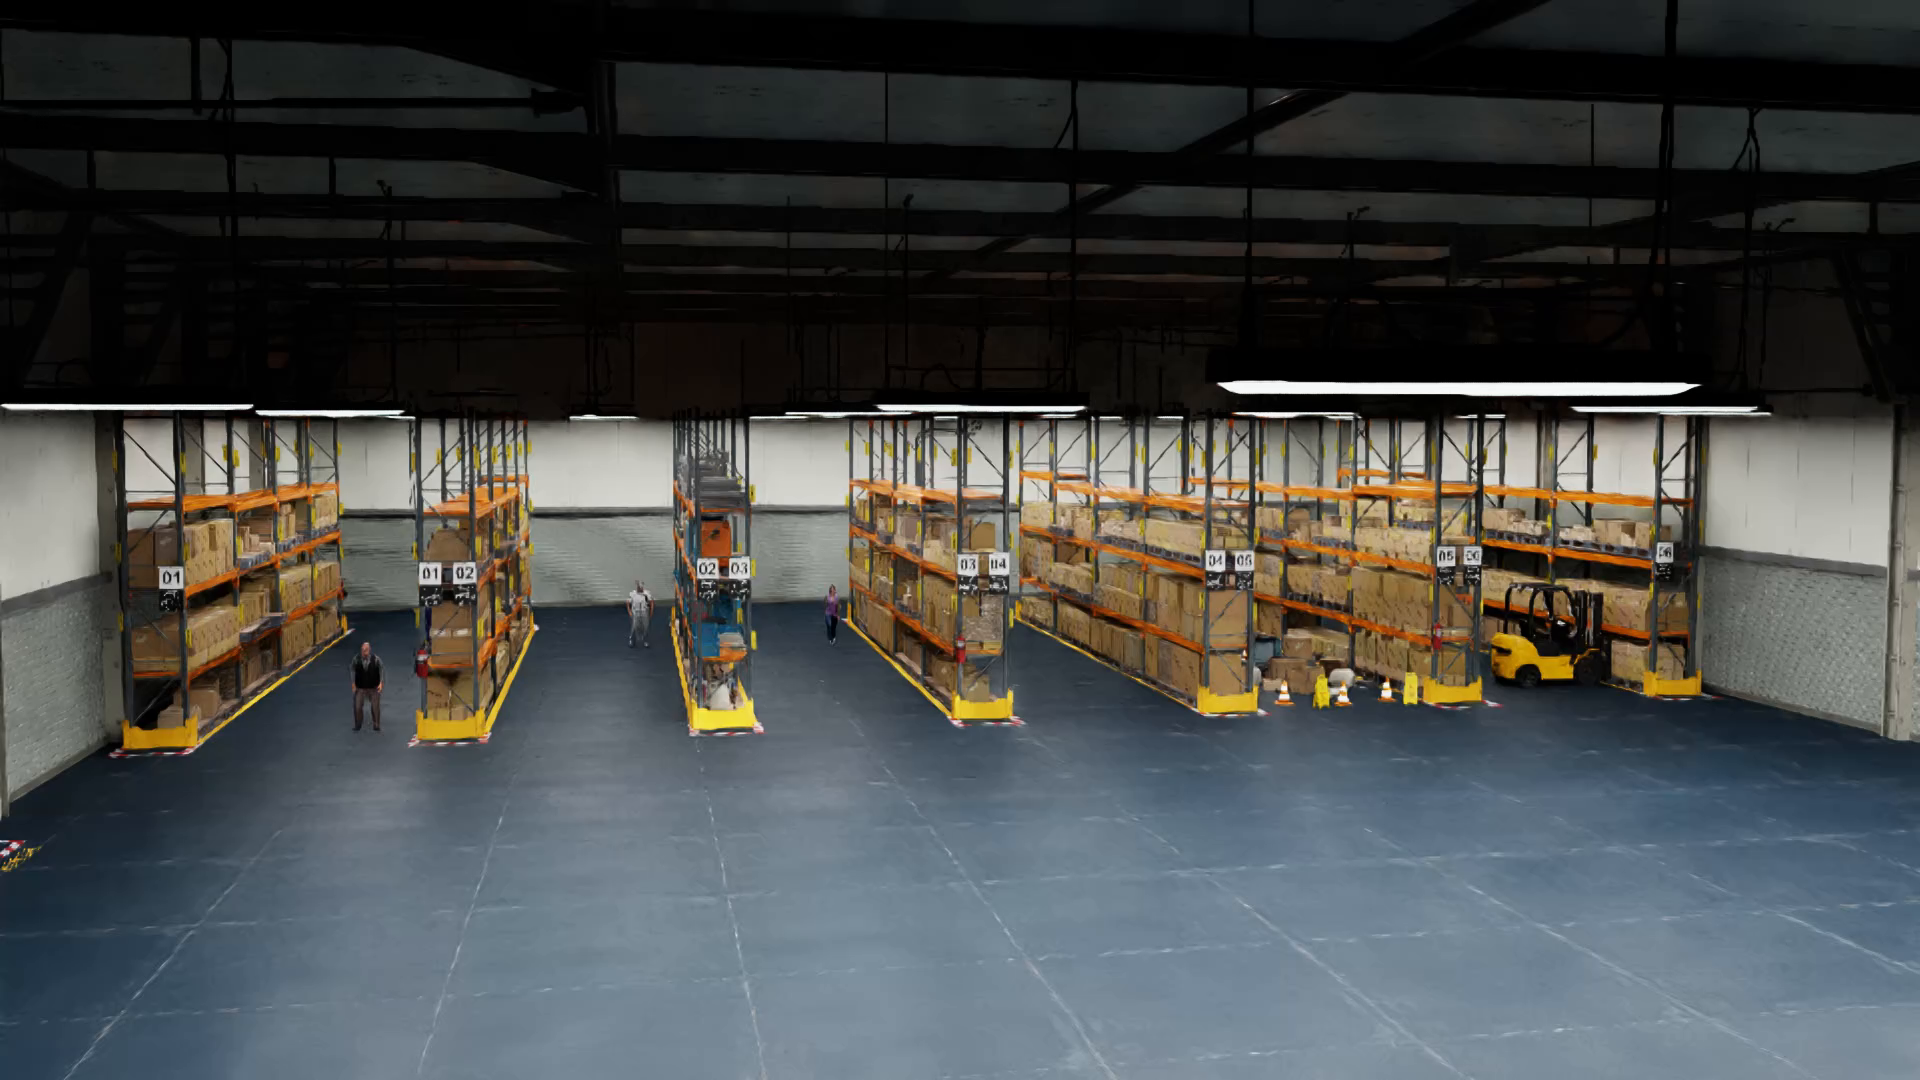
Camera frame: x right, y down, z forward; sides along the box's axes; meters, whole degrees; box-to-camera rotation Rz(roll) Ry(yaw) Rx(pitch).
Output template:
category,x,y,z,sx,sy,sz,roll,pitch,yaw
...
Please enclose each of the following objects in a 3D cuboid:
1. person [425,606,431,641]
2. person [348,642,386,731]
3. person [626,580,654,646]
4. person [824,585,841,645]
category,x,y,z,sx,sy,sz,roll,pitch,yaw
person,-13.764,1.826,43.365,0.384,1.676,0.559,-3,5,-39
person,-10.960,2.709,30.747,0.677,1.672,0.534,-1,4,-13
person,-8.145,1.861,42.352,0.682,1.715,0.536,-1,4,-13
person,-3.277,1.904,42.850,0.415,1.515,1.042,-1,4,-13
